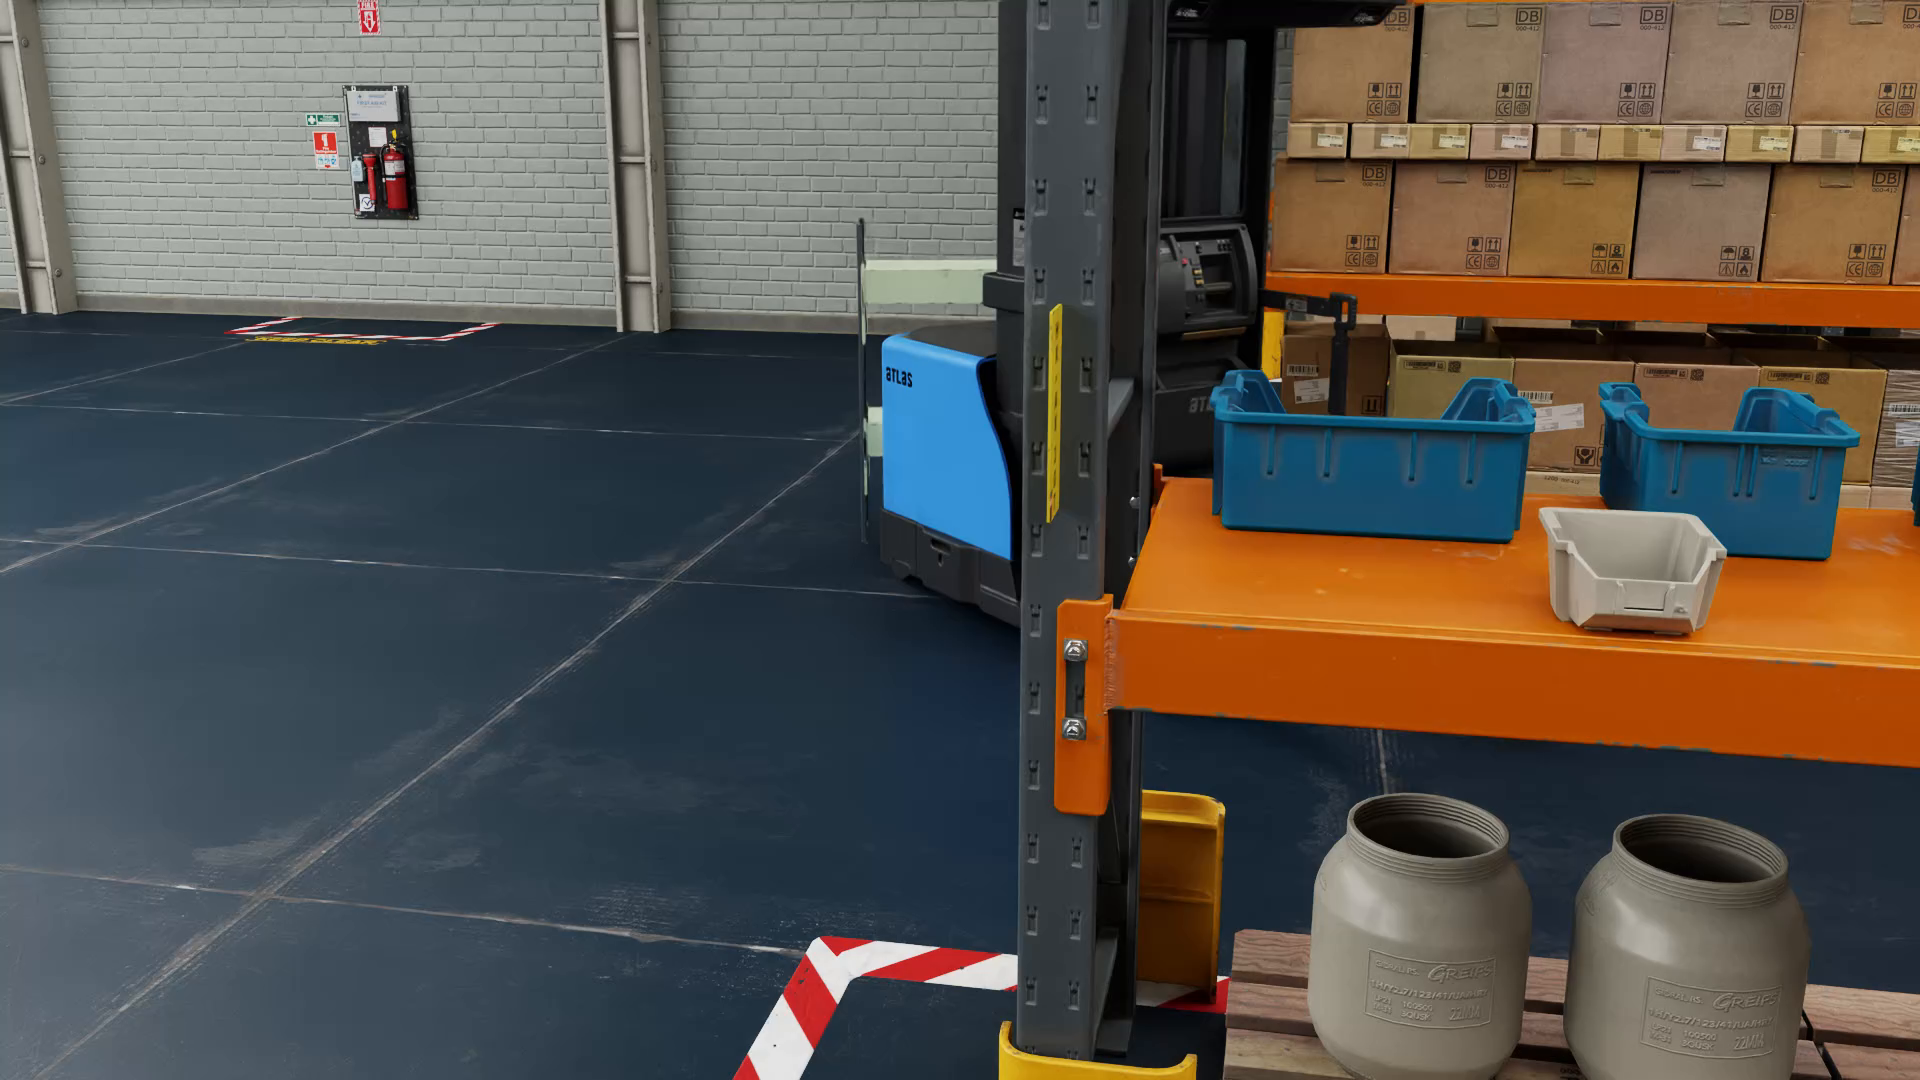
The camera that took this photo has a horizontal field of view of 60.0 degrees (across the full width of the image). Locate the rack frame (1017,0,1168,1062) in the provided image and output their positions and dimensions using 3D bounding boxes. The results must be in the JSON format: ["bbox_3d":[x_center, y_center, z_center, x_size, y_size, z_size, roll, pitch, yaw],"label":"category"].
[{"bbox_3d":[0.259,-0.205,3.112,0.127,3.000,1.000,3,16,11],"label":"rack frame"}]

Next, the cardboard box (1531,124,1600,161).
[{"bbox_3d":[2.603,-1.729,7.213,0.250,0.149,0.380,3,16,9],"label":"cardboard box"}]

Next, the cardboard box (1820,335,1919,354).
[{"bbox_3d":[4.286,-0.657,7.705,0.500,0.500,0.500,3,16,11],"label":"cardboard box"}]

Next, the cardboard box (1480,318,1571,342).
[{"bbox_3d":[4.161,-1.661,12.227,0.500,0.500,0.700,2,16,8],"label":"cardboard box"}]

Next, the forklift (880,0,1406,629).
[{"bbox_3d":[0.873,-1.006,6.133,1.130,2.935,3.031,-10,18,-32],"label":"forklift"}]

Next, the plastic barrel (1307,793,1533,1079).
[{"bbox_3d":[0.919,0.807,3.334,0.421,0.512,0.421,0,15,0],"label":"plastic barrel"}]

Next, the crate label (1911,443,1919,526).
[{"bbox_3d":[2.117,-0.195,3.009,0.616,0.435,0.502,3,16,11],"label":"crate label"}]

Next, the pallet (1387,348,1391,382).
[{"bbox_3d":[3.097,-1.396,12.636,1.213,0.211,1.003,3,16,11],"label":"pallet"}]

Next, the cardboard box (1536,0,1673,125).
[{"bbox_3d":[2.767,-2.089,7.299,0.500,0.500,0.700,3,16,11],"label":"cardboard box"}]

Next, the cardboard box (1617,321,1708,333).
[{"bbox_3d":[5.128,-1.636,12.136,0.500,0.500,0.500,2,16,7],"label":"cardboard box"}]

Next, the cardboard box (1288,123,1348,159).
[{"bbox_3d":[1.591,-1.784,7.410,0.250,0.149,0.380,3,16,11],"label":"cardboard box"}]

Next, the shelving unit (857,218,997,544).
[{"bbox_3d":[-0.098,-0.761,7.930,0.755,1.500,0.431,0,15,-2],"label":"shelving unit"}]

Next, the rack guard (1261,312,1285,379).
[{"bbox_3d":[2.308,-1.588,12.787,0.348,0.500,1.175,3,16,11],"label":"rack guard"}]

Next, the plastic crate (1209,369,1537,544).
[{"bbox_3d":[0.809,-0.185,3.318,0.616,0.251,0.499,3,16,11],"label":"plastic crate"}]

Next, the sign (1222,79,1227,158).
[{"bbox_3d":[1.133,-1.811,7.140,0.005,0.325,0.100,3,16,11],"label":"sign"}]

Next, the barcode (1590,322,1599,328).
[{"bbox_3d":[4.744,-1.595,12.440,0.075,0.075,0.001,3,16,11],"label":"barcode"}]

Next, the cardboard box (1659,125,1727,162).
[{"bbox_3d":[3.097,-1.702,7.114,0.250,0.149,0.380,3,16,12],"label":"cardboard box"}]

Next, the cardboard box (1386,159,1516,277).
[{"bbox_3d":[2.220,-1.494,7.577,0.500,0.500,0.700,4,16,13],"label":"cardboard box"}]

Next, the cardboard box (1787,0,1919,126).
[{"bbox_3d":[3.747,-2.036,7.106,0.500,0.500,0.700,3,16,11],"label":"cardboard box"}]

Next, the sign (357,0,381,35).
[{"bbox_3d":[-5.190,-4.590,14.599,0.199,0.298,0.001,3,16,11],"label":"sign"}]

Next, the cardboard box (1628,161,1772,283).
[{"bbox_3d":[3.222,-1.439,7.379,0.500,0.500,0.700,4,16,13],"label":"cardboard box"}]

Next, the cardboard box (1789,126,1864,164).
[{"bbox_3d":[3.616,-1.675,7.016,0.250,0.149,0.380,4,16,13],"label":"cardboard box"}]

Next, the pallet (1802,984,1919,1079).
[{"bbox_3d":[2.330,1.241,3.116,1.213,0.211,1.003,3,16,11],"label":"pallet"}]

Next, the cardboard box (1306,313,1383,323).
[{"bbox_3d":[2.893,-1.652,12.550,0.500,0.311,0.500,1,16,5],"label":"cardboard box"}]

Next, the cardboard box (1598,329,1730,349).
[{"bbox_3d":[3.307,-0.712,7.902,0.500,0.500,0.500,3,16,11],"label":"cardboard box"}]

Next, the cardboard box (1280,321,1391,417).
[{"bbox_3d":[1.835,-0.788,8.178,0.500,0.500,0.500,3,16,11],"label":"cardboard box"}]

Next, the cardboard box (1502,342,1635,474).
[{"bbox_3d":[2.714,-0.603,7.509,0.500,0.500,0.500,3,16,11],"label":"cardboard box"}]

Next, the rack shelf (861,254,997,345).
[{"bbox_3d":[-0.098,-1.137,7.826,0.720,0.370,0.431,0,15,-2],"label":"rack shelf"}]

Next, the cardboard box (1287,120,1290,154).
[{"bbox_3d":[1.662,-1.891,7.795,0.250,0.149,0.380,3,16,10],"label":"cardboard box"}]

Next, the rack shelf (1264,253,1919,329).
[{"bbox_3d":[3.210,-1.047,7.501,4.000,0.370,1.077,3,16,11],"label":"rack shelf"}]

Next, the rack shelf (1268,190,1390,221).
[{"bbox_3d":[4.193,-2.343,12.180,4.000,0.370,1.077,3,16,11],"label":"rack shelf"}]

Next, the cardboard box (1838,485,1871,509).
[{"bbox_3d":[3.691,-0.184,7.402,0.500,0.250,0.500,3,16,11],"label":"cardboard box"}]

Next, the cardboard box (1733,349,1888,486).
[{"bbox_3d":[3.693,-0.549,7.314,0.500,0.500,0.500,3,16,11],"label":"cardboard box"}]

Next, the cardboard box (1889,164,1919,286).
[{"bbox_3d":[4.215,-1.384,7.182,0.500,0.500,0.700,3,16,11],"label":"cardboard box"}]

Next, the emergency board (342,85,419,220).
[{"bbox_3d":[-5.202,-3.446,14.813,0.643,1.169,0.194,3,16,11],"label":"emergency board"}]

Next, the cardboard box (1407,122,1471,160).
[{"bbox_3d":[2.095,-1.757,7.313,0.250,0.149,0.380,3,16,11],"label":"cardboard box"}]

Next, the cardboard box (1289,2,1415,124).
[{"bbox_3d":[1.757,-2.143,7.490,0.500,0.500,0.700,3,16,11],"label":"cardboard box"}]

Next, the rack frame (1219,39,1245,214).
[{"bbox_3d":[1.250,-1.500,7.789,0.127,3.000,1.000,3,16,11],"label":"rack frame"}]

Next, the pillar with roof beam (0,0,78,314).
[{"bbox_3d":[-9.526,-5.389,10.588,0.400,9.000,9.100,3,16,11],"label":"pillar with roof beam"}]
